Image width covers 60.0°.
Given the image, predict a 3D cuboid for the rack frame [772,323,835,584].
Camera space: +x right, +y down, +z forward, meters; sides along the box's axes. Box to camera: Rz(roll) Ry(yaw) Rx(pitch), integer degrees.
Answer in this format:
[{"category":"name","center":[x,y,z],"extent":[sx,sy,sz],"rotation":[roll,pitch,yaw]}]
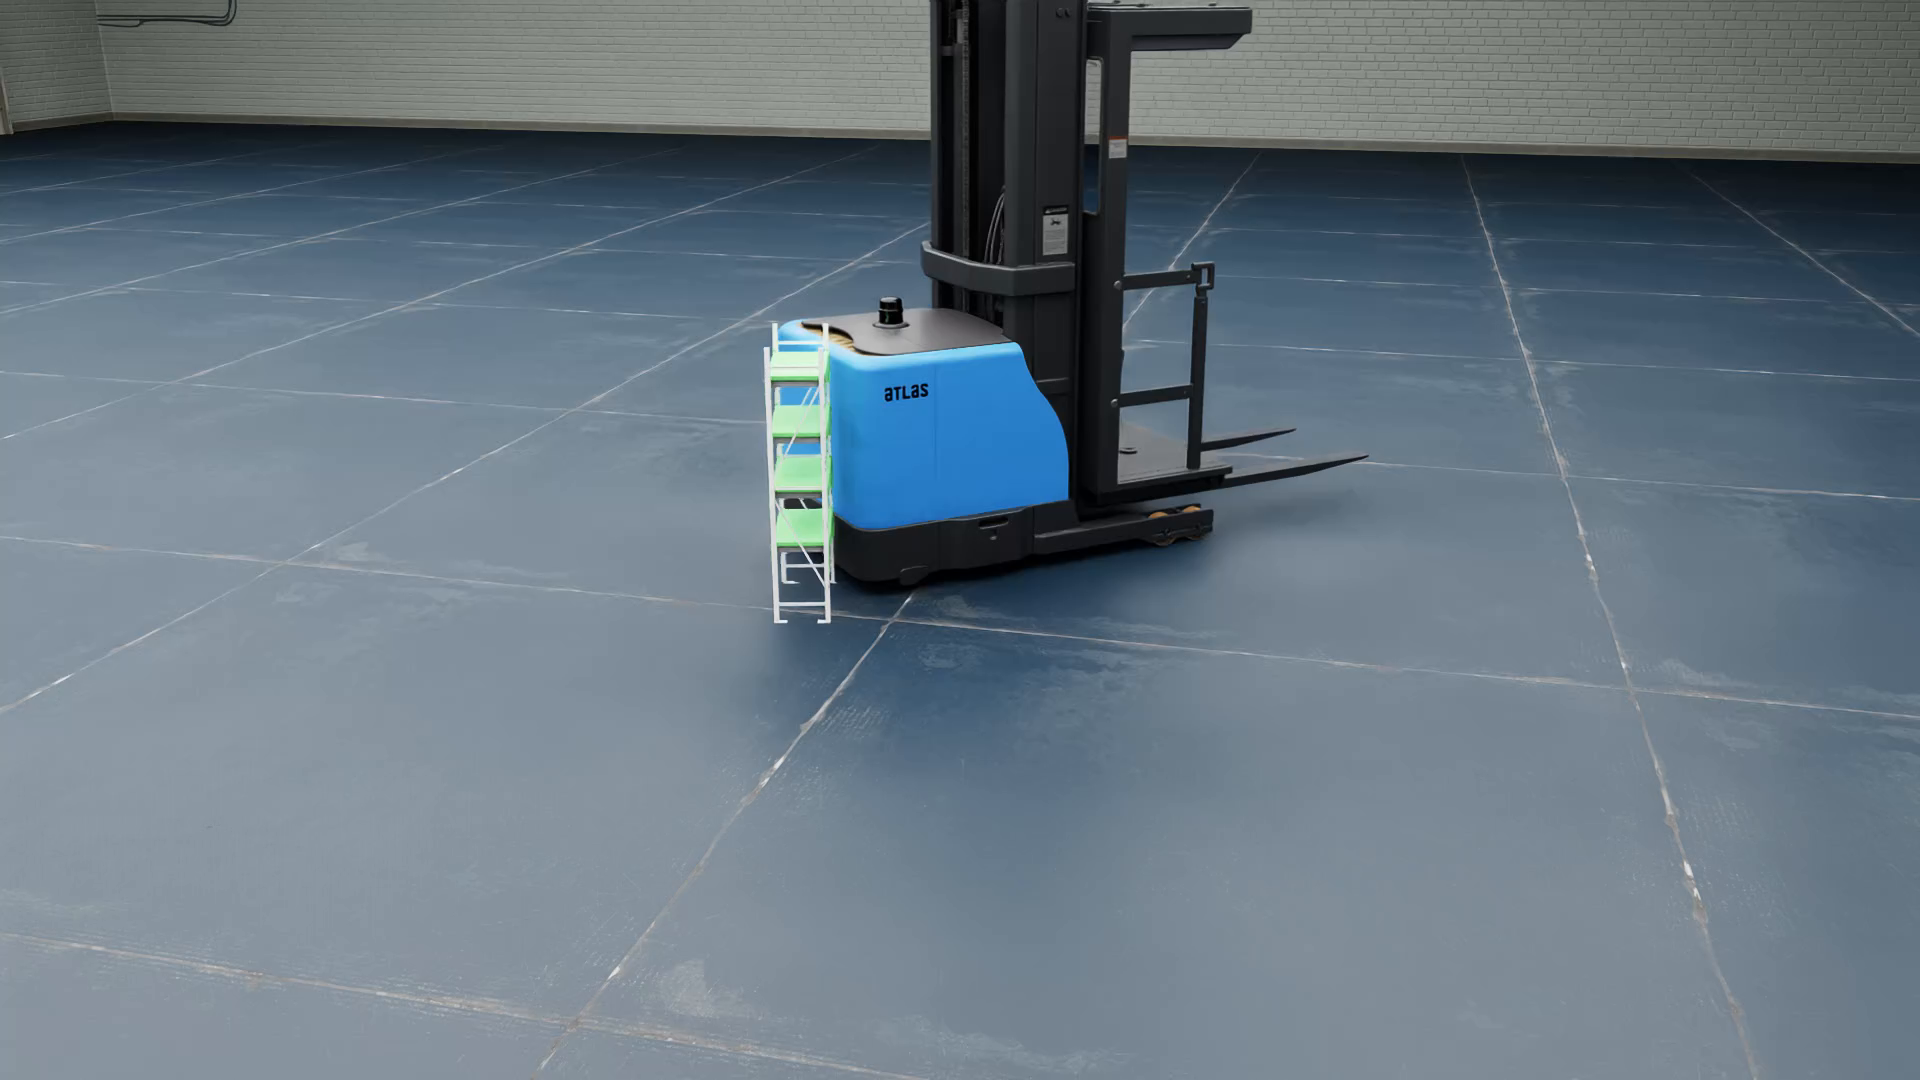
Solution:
[{"category":"rack frame","center":[-0.694,-0.372,7.421],"extent":[0.240,1.200,0.015],"rotation":[-1,19,-2]}]

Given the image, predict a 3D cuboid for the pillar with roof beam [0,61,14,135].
[{"category":"pillar with roof beam","center":[-12.390,-10.896,26.167],"extent":[9.100,9.000,0.400],"rotation":[5,19,13]}]

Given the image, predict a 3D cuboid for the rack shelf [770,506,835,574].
[{"category":"rack shelf","center":[-0.685,-0.006,7.288],"extent":[0.258,0.148,0.480],"rotation":[-1,19,-2]}]

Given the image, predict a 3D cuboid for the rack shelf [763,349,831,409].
[{"category":"rack shelf","center":[-0.685,-0.687,7.055],"extent":[0.258,0.148,0.480],"rotation":[-1,19,-2]}]

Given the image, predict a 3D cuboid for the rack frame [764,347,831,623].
[{"category":"rack frame","center":[-0.677,-0.214,6.959],"extent":[0.240,1.200,0.015],"rotation":[-1,19,-2]}]

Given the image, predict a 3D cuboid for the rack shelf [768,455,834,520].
[{"category":"rack shelf","center":[-0.685,-0.233,7.210],"extent":[0.258,0.148,0.480],"rotation":[-1,19,-2]}]

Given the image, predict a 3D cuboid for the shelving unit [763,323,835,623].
[{"category":"shelving unit","center":[-0.685,-0.293,7.190],"extent":[0.258,1.200,0.503],"rotation":[-1,19,-2]}]

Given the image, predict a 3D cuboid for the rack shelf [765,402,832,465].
[{"category":"rack shelf","center":[-0.685,-0.460,7.133],"extent":[0.258,0.148,0.480],"rotation":[-1,19,-2]}]

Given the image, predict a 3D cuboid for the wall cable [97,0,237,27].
[{"category":"wall cable","center":[-14.562,-10.586,30.062],"extent":[3.097,2.526,0.112],"rotation":[5,19,13]}]

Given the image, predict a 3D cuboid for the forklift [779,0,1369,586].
[{"category":"forklift","center":[0.674,-1.497,8.036],"extent":[3.031,2.935,1.130],"rotation":[-10,21,-26]}]
